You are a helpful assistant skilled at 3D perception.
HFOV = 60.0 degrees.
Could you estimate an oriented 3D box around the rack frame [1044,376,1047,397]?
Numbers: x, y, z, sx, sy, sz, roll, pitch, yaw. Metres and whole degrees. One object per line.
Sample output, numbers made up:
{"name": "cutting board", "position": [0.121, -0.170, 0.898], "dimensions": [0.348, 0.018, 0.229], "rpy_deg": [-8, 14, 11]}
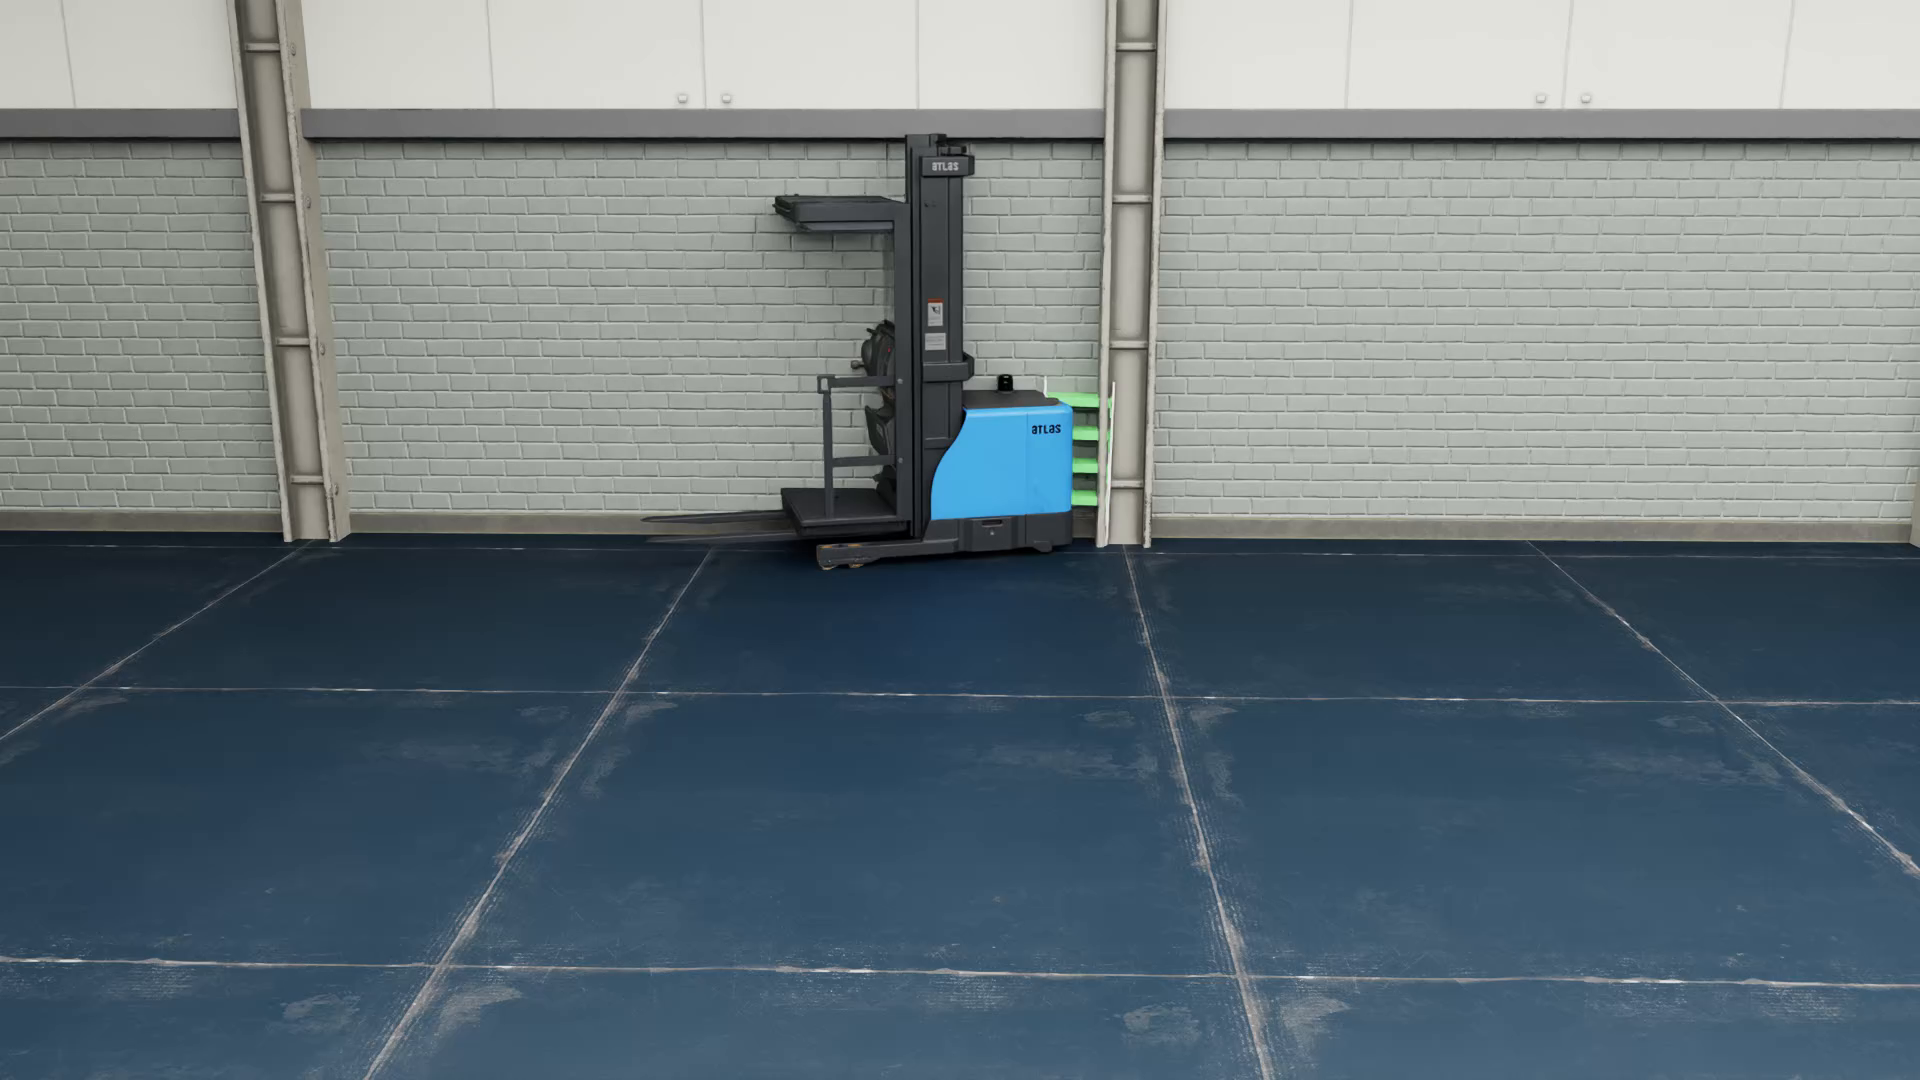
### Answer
{"name": "rack frame", "position": [0.602, -0.586, 12.140], "dimensions": [0.015, 1.200, 0.240], "rpy_deg": [2, 13, 2]}

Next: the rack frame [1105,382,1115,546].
{"name": "rack frame", "position": [1.089, -0.569, 12.121], "dimensions": [0.015, 1.200, 0.240], "rpy_deg": [2, 13, 2]}

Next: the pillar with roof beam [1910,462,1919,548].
{"name": "pillar with roof beam", "position": [7.087, -3.201, 6.833], "dimensions": [0.400, 9.000, 9.100], "rpy_deg": [0, 15, 1]}

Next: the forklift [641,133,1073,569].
{"name": "forklift", "position": [-0.758, -1.360, 11.749], "dimensions": [3.031, 2.935, 1.130], "rpy_deg": [-3, 15, -13]}

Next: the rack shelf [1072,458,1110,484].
{"name": "rack shelf", "position": [0.844, -0.515, 12.144], "dimensions": [0.480, 0.148, 0.258], "rpy_deg": [2, 13, 2]}

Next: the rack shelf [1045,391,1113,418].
{"name": "rack shelf", "position": [0.856, -0.983, 12.039], "dimensions": [0.480, 0.148, 0.258], "rpy_deg": [2, 13, 2]}

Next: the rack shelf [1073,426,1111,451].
{"name": "rack shelf", "position": [0.850, -0.749, 12.092], "dimensions": [0.480, 0.148, 0.258], "rpy_deg": [2, 13, 2]}

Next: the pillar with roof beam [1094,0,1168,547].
{"name": "pillar with roof beam", "position": [1.089, -3.240, 6.981], "dimensions": [0.400, 9.000, 9.100], "rpy_deg": [0, 15, 1]}

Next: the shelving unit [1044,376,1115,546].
{"name": "shelving unit", "position": [0.845, -0.577, 12.130], "dimensions": [0.503, 1.200, 0.258], "rpy_deg": [2, 13, 2]}

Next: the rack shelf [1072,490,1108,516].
{"name": "rack shelf", "position": [0.837, -0.281, 12.197], "dimensions": [0.480, 0.148, 0.258], "rpy_deg": [2, 13, 2]}

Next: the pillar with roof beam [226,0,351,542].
{"name": "pillar with roof beam", "position": [-4.909, -3.279, 7.129], "dimensions": [0.400, 9.000, 9.100], "rpy_deg": [0, 15, 1]}
